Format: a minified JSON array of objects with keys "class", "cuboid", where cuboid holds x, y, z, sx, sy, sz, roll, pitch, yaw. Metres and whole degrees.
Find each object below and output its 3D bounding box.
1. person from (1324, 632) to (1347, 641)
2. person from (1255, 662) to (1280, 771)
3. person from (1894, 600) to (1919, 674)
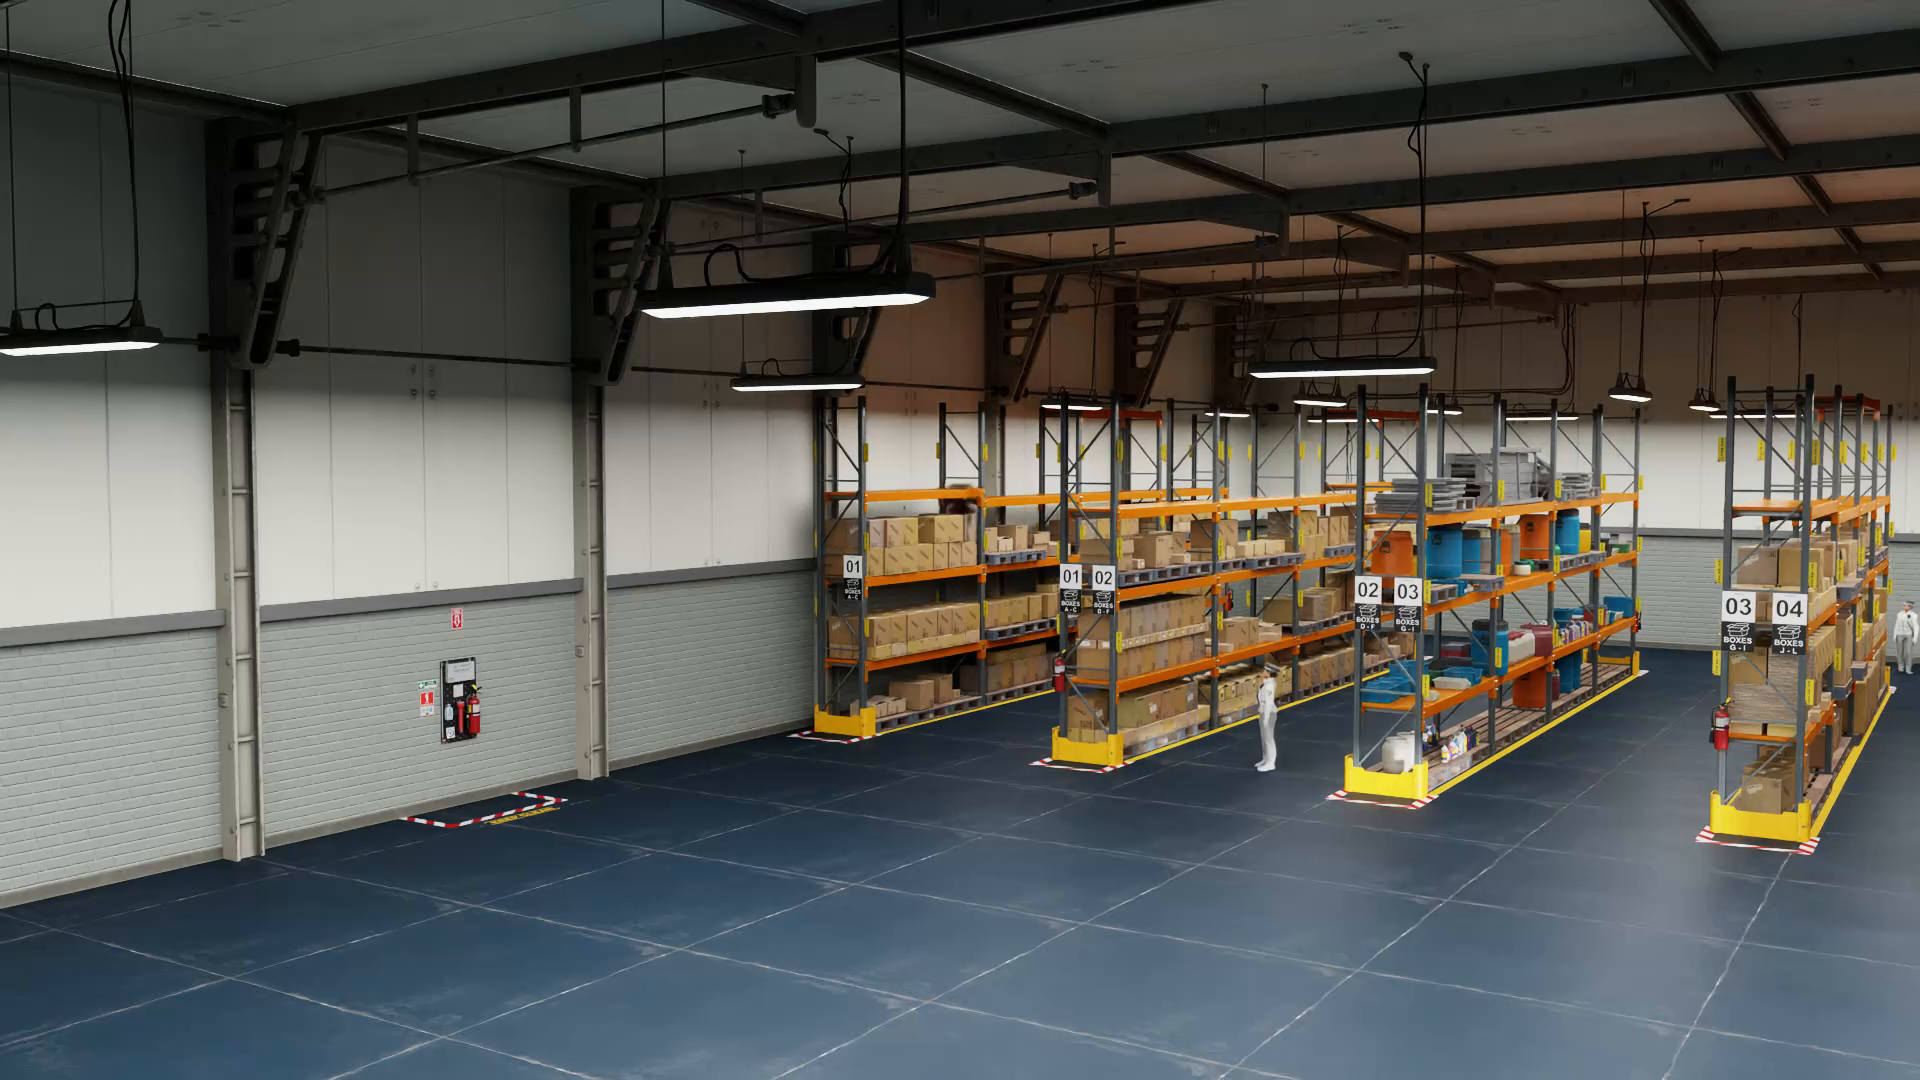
[{"class":"person","cuboid":[9.818,1.852,43.553,0.659,1.736,1.020,-2,4,-33]},{"class":"person","cuboid":[4.860,2.770,26.289,0.393,1.699,0.522,0,3,-2]},{"class":"person","cuboid":[21.542,2.195,37.842,0.508,1.684,0.487,2,4,35]}]
